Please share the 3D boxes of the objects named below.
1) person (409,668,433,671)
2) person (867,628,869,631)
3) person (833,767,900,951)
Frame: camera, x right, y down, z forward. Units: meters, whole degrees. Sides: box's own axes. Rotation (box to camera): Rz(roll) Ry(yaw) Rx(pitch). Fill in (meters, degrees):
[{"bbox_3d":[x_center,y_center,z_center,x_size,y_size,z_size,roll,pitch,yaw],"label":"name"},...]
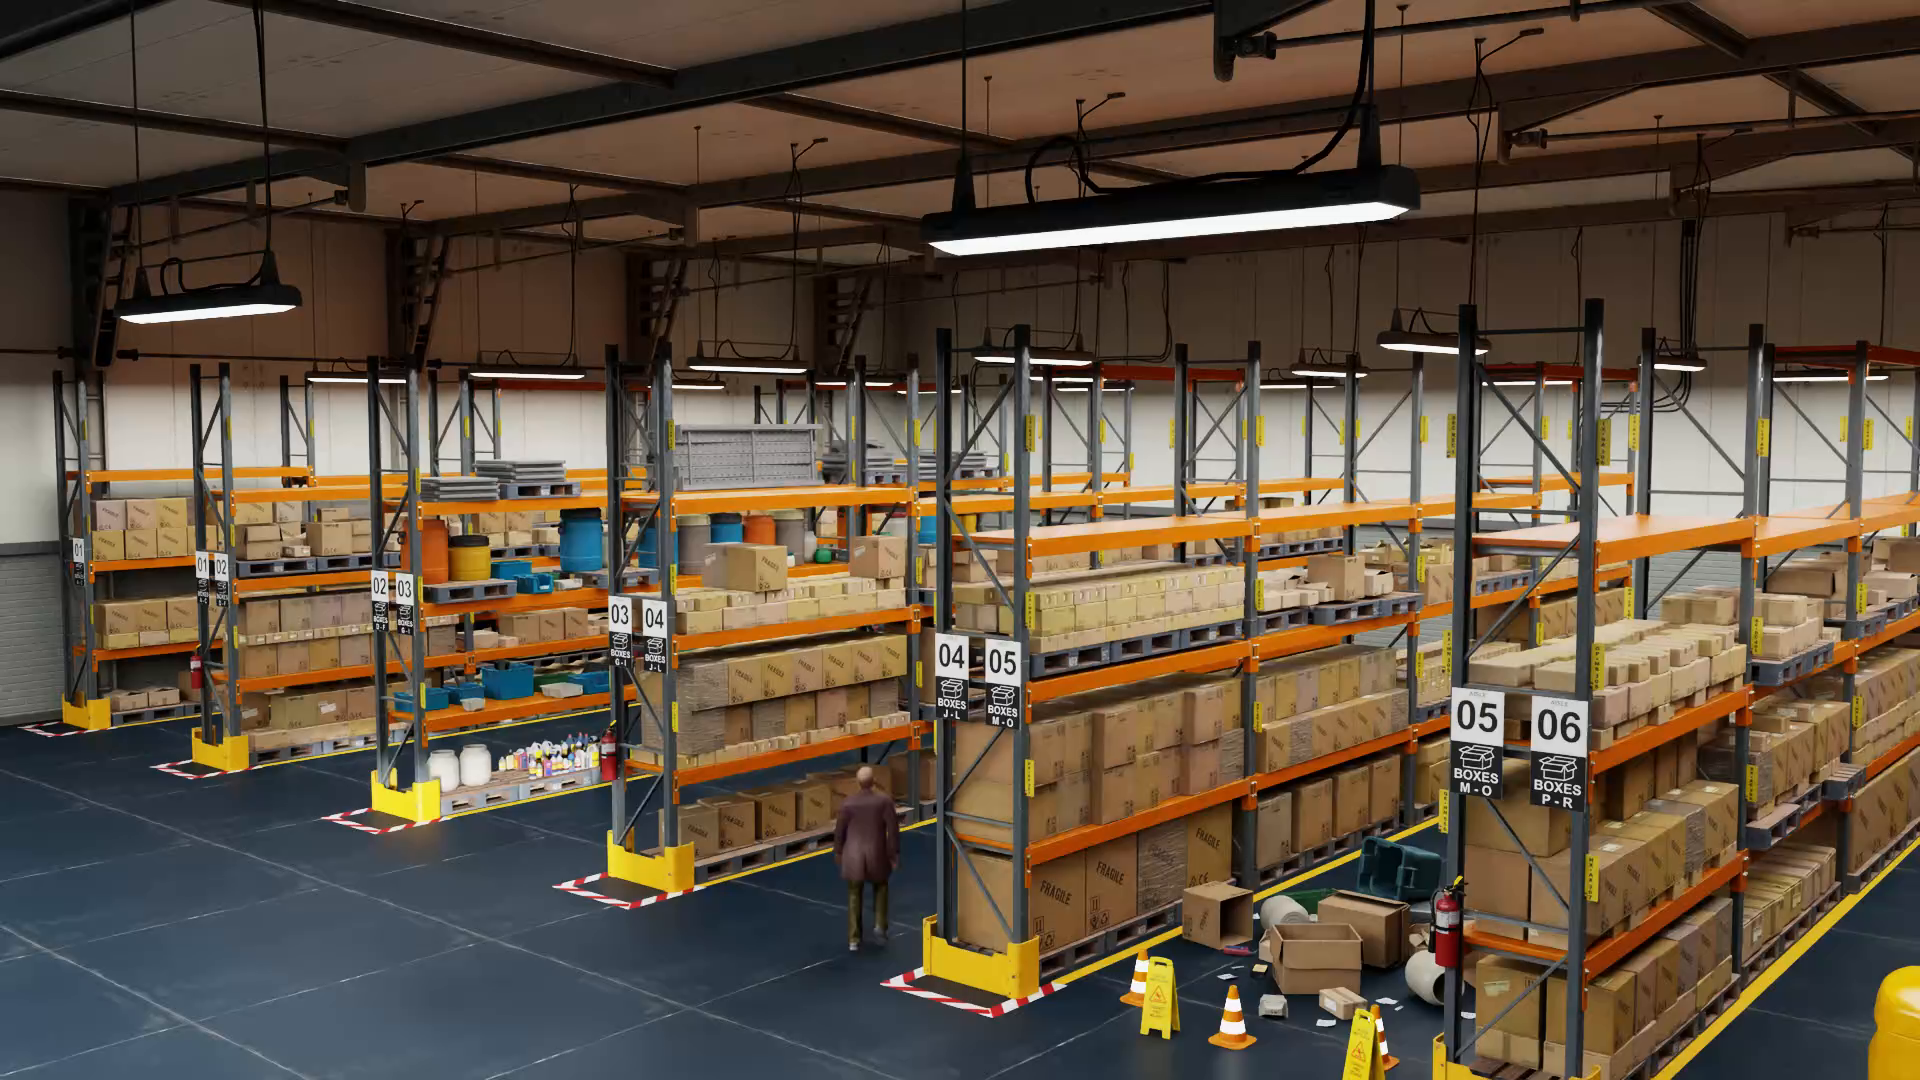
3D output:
[{"bbox_3d":[-9.782,2.150,30.059,0.599,1.736,0.490,-3,5,-35],"label":"person"},{"bbox_3d":[-1.877,1.846,31.922,0.499,1.779,0.575,-1,4,-8],"label":"person"},{"bbox_3d":[-0.917,3.129,16.317,0.655,1.825,0.534,0,4,-5],"label":"person"}]
